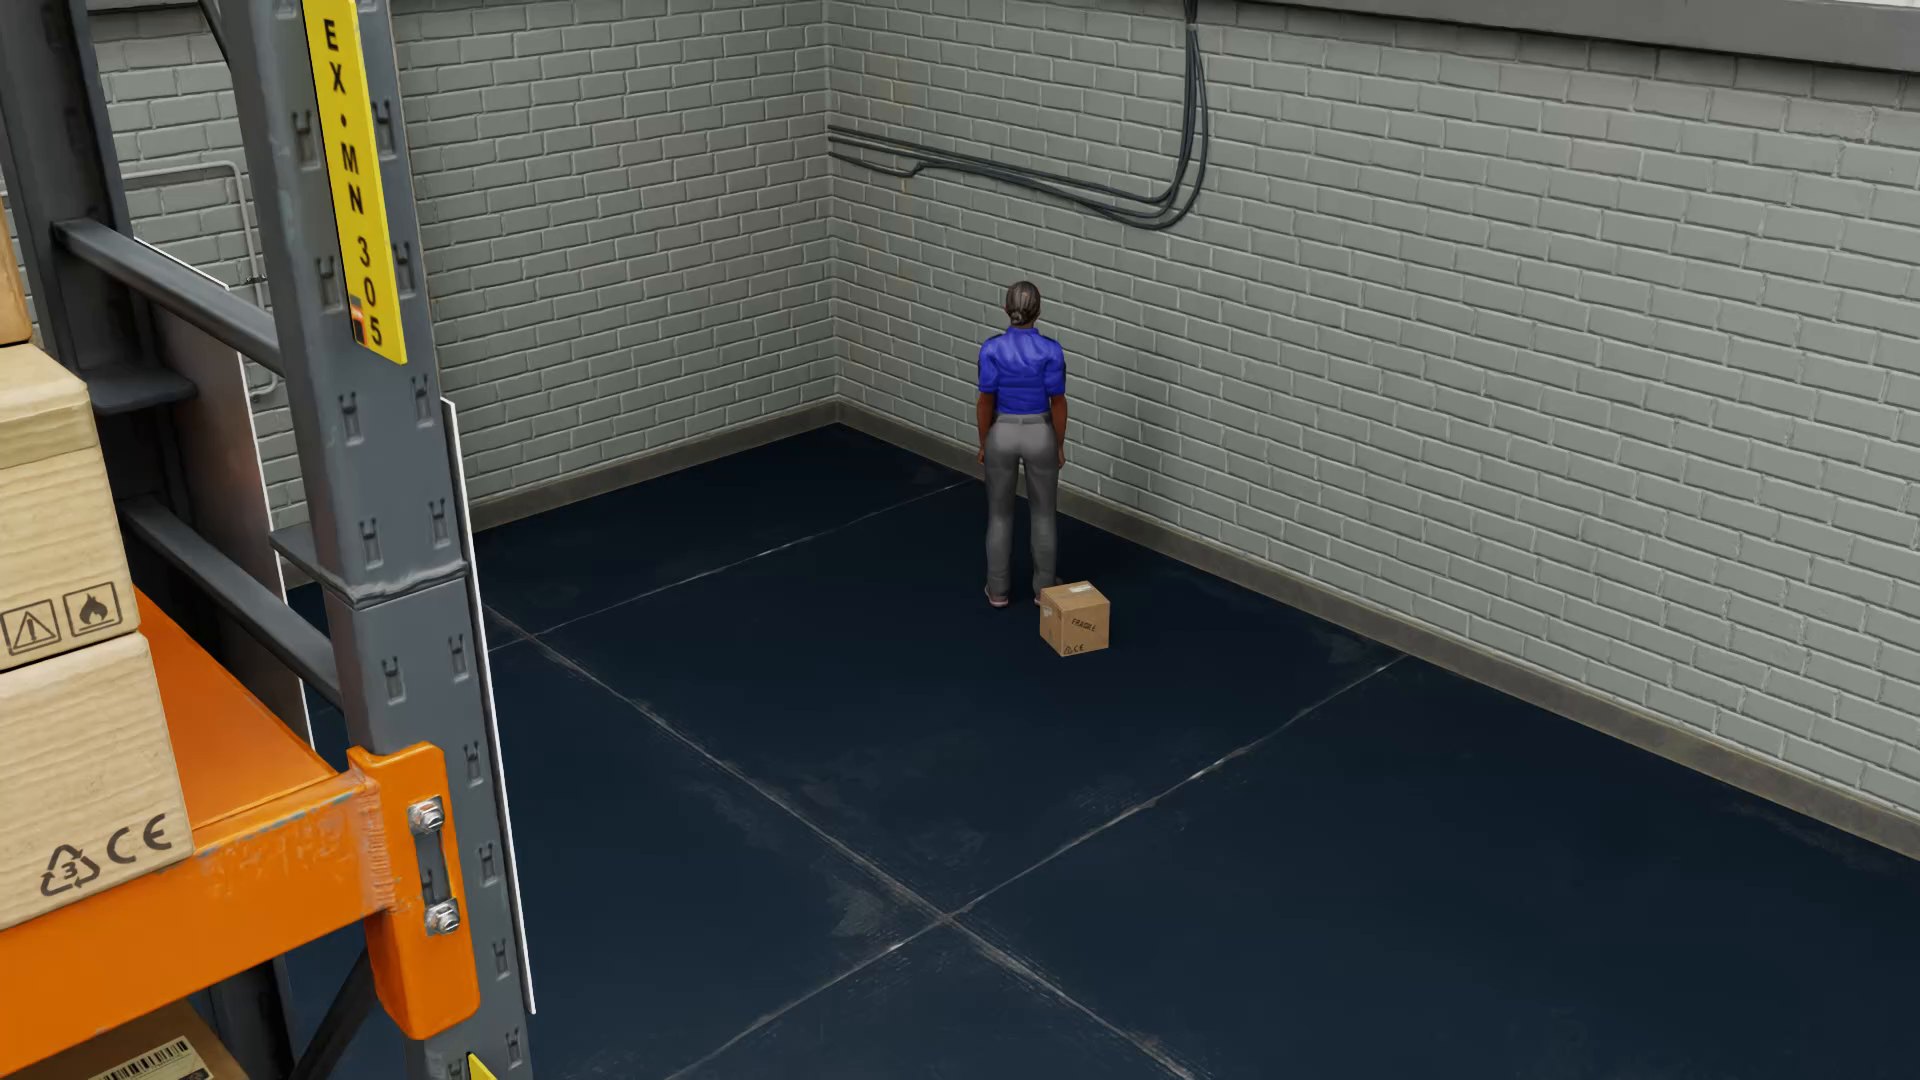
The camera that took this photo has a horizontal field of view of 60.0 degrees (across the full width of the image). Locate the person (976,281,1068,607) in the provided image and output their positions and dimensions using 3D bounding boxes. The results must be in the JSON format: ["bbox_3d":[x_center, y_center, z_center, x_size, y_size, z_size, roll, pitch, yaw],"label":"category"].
[{"bbox_3d":[0.306,-0.462,8.120,0.446,1.662,0.324,2,25,4],"label":"person"}]
